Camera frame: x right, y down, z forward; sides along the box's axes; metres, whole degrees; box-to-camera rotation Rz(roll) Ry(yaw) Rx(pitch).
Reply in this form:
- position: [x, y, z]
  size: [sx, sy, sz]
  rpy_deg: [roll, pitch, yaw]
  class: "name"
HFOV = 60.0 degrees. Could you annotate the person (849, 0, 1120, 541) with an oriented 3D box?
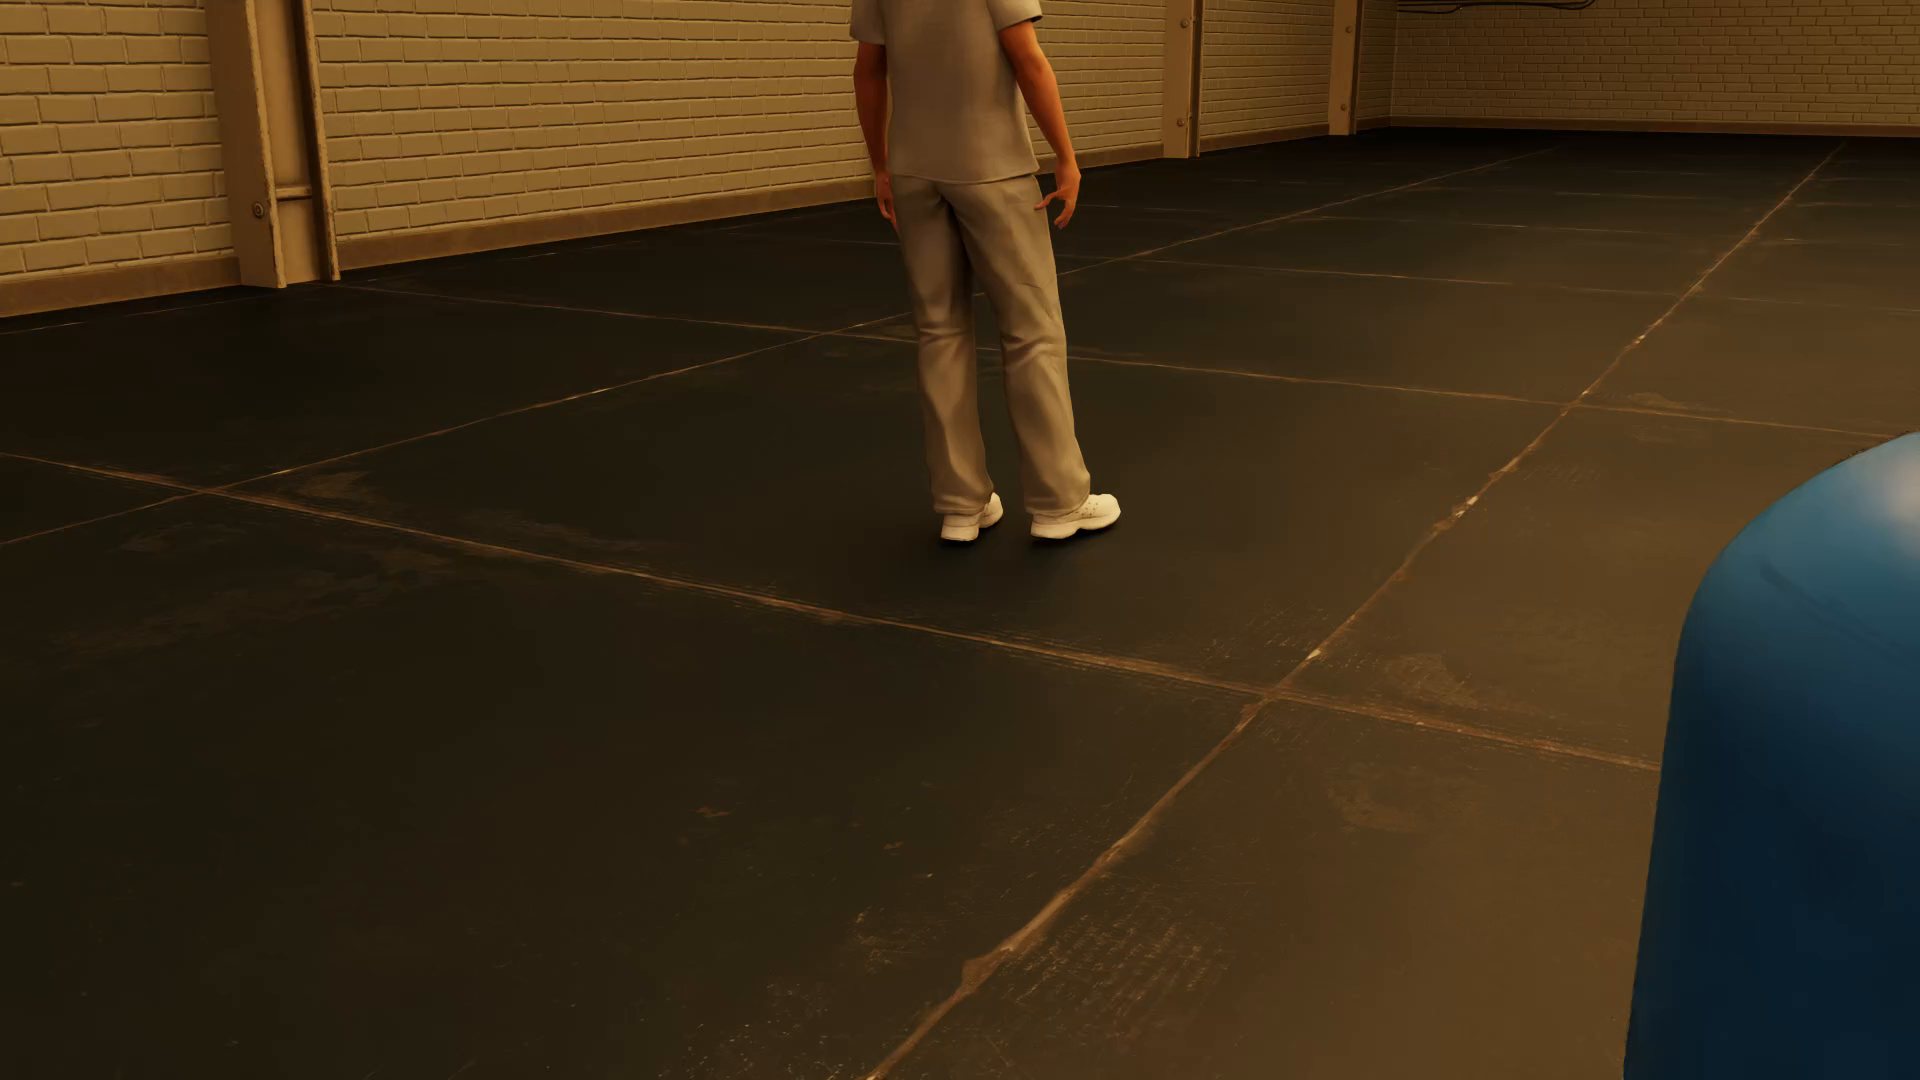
- position: [0.048, -0.822, 3.858]
  size: [0.549, 1.666, 0.549]
  rpy_deg: [9, 19, 28]
  class: "person"
